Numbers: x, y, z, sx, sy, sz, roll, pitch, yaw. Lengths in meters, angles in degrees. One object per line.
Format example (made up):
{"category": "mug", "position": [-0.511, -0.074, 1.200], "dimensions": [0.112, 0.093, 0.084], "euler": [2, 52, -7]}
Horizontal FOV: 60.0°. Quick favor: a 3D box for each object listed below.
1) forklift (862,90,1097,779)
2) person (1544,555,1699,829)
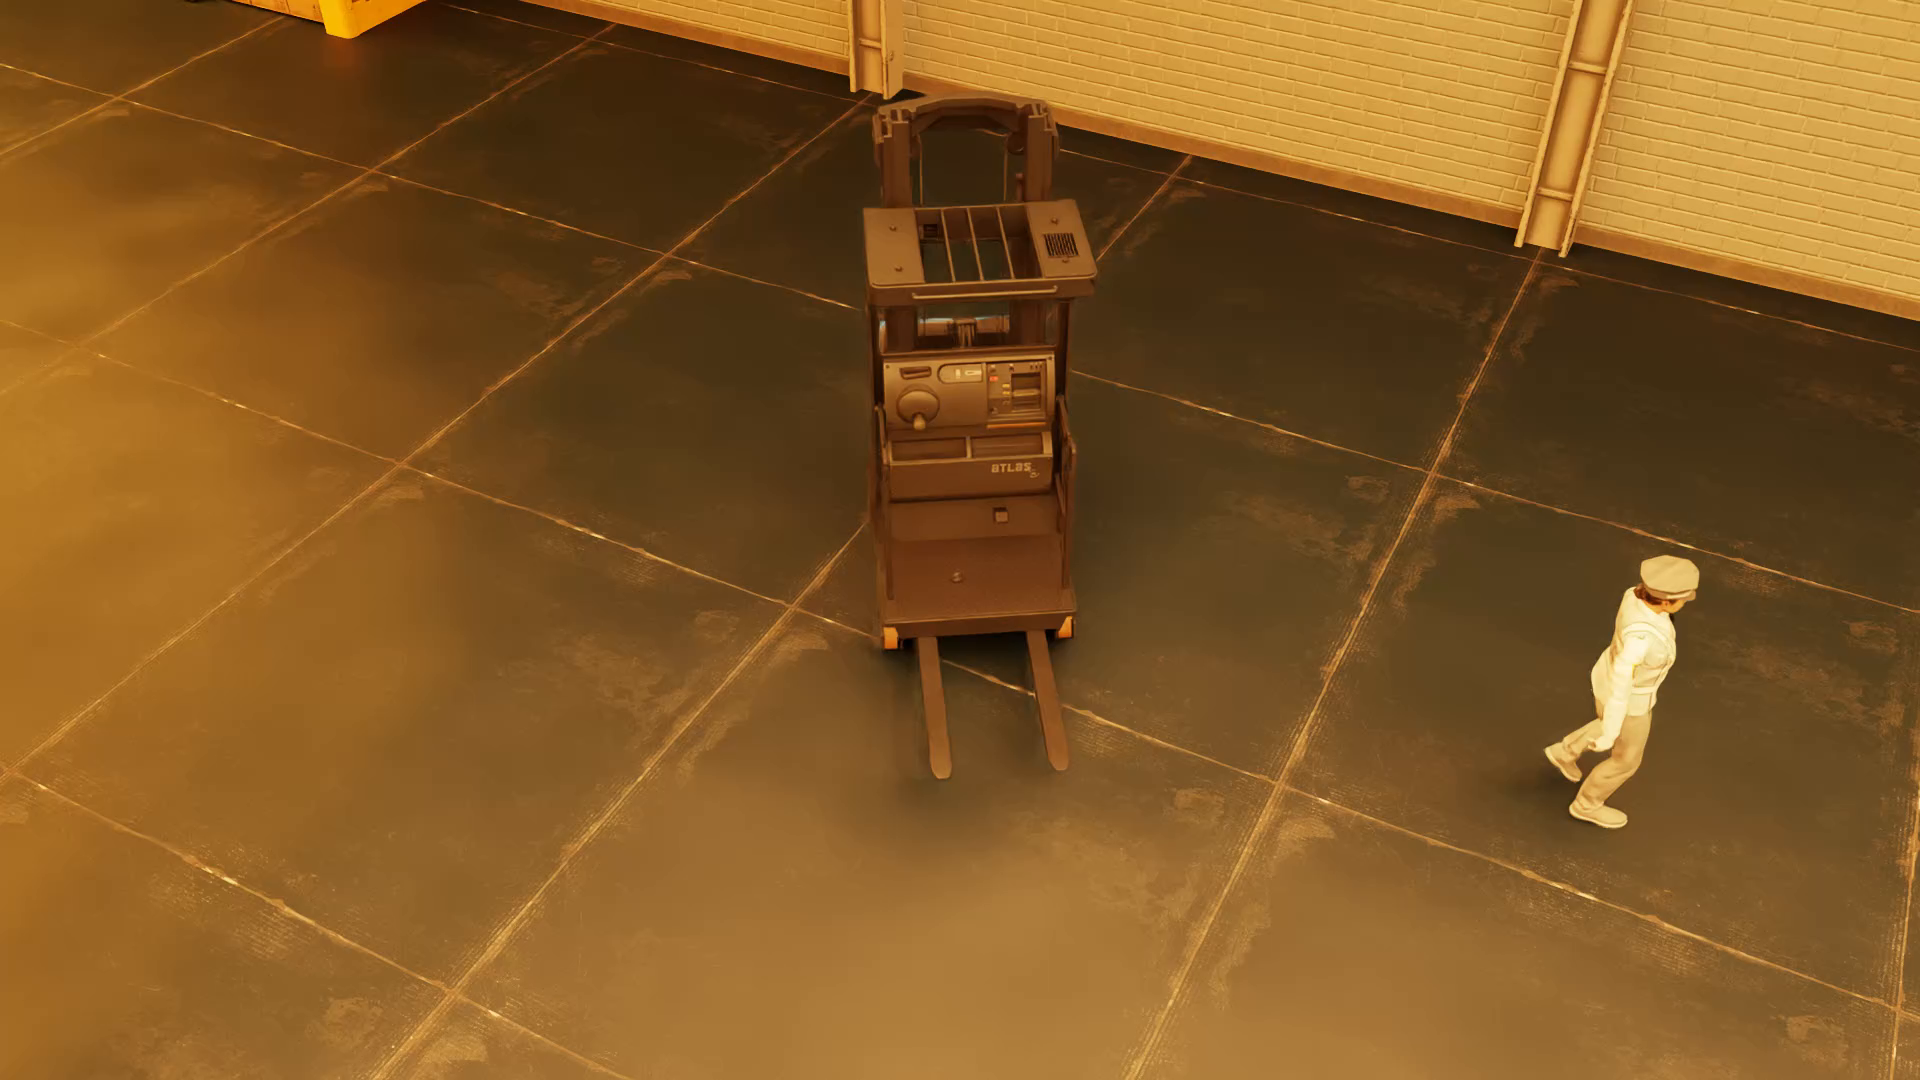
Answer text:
{"category": "forklift", "position": [0.074, -0.725, 8.847], "dimensions": [1.130, 2.935, 3.031], "euler": [-3, 40, -4]}
{"category": "person", "position": [3.222, 0.747, 8.100], "dimensions": [0.459, 1.650, 0.673], "euler": [8, 41, 9]}
